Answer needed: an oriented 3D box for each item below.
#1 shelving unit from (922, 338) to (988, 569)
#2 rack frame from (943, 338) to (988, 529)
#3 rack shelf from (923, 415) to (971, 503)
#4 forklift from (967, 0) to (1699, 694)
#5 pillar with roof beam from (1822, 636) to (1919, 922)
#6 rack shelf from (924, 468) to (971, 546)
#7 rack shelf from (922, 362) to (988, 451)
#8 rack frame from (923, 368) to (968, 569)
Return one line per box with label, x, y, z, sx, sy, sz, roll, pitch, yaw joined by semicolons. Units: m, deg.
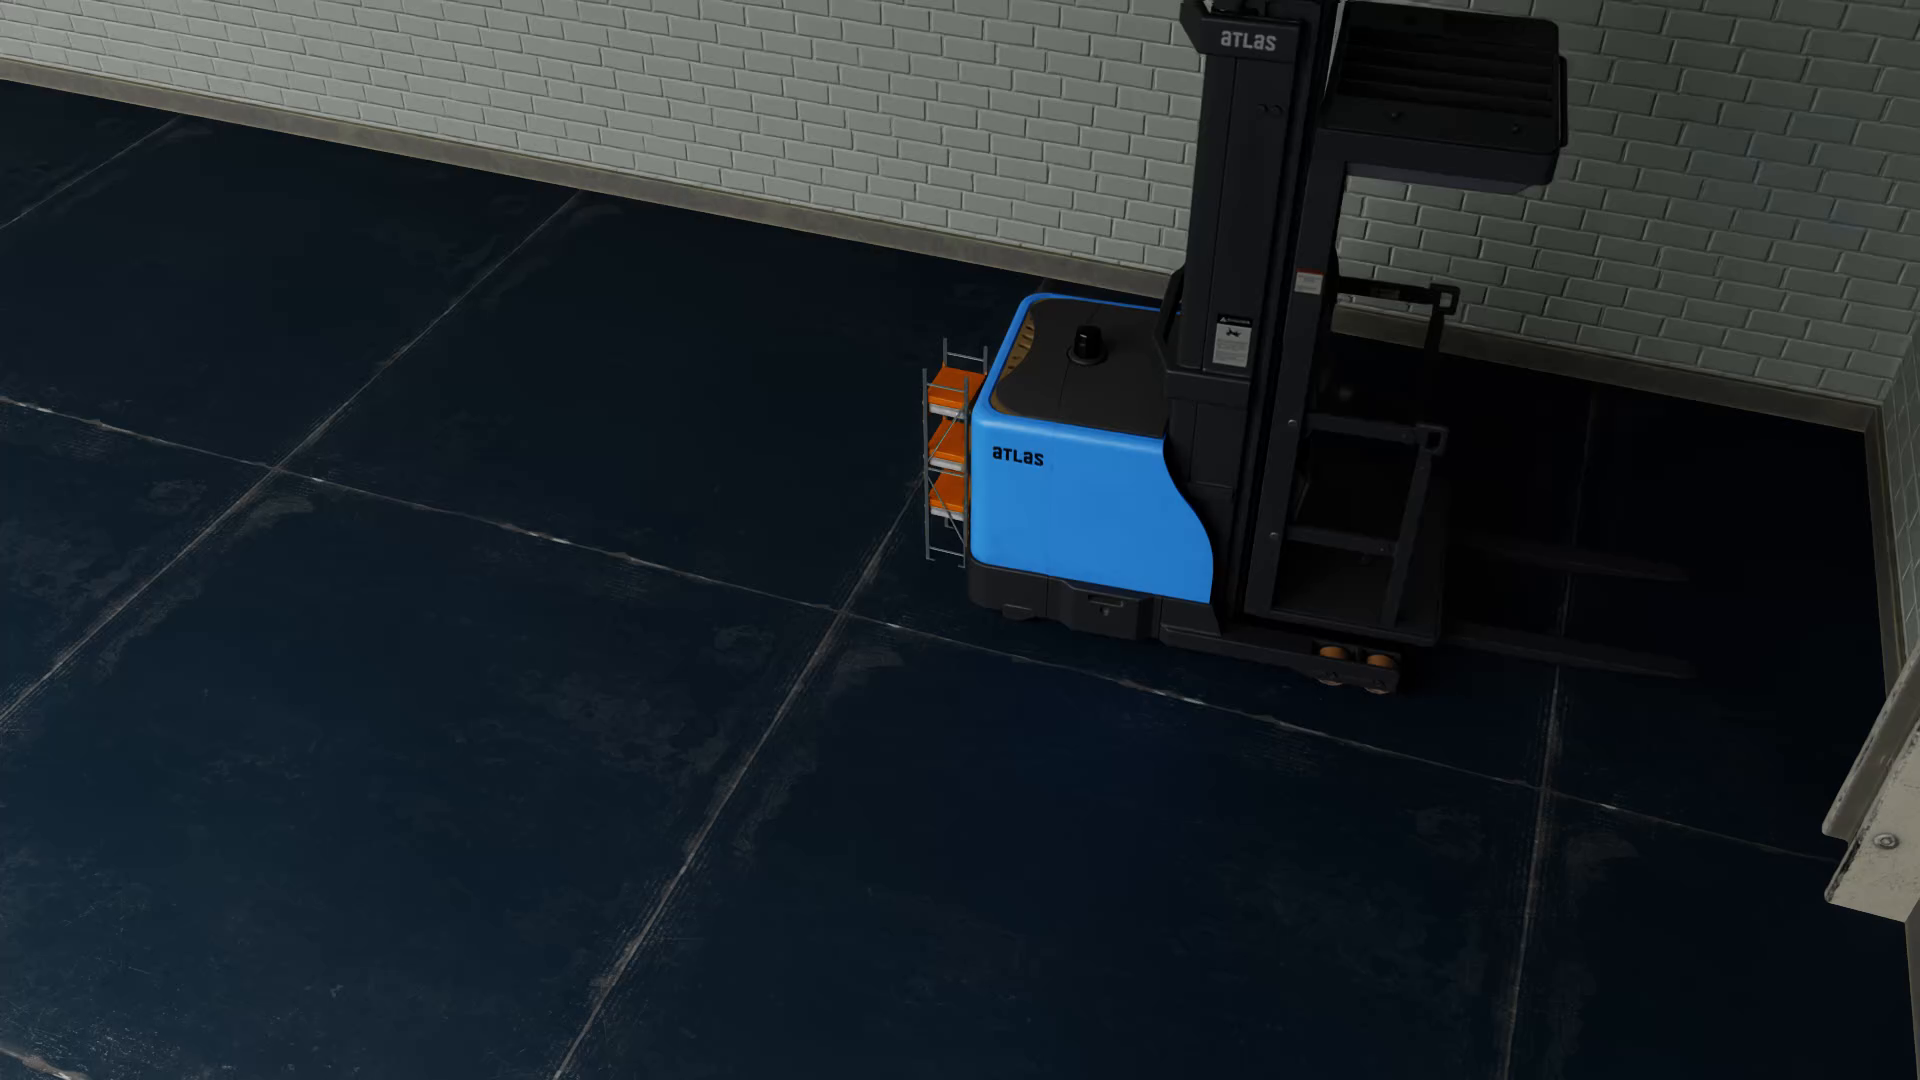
shelving unit;-0.018;-0.367;7.325;0.215;1.050;0.252;13;42;15
rack frame;0.023;-0.441;7.412;0.200;1.050;0.008;13;42;15
rack shelf;-0.018;-0.359;7.331;0.215;0.259;0.240;13;42;15
forklift;1.607;-0.857;6.450;3.031;2.935;1.130;10;41;11
pillar with roof beam;-0.639;-3.131;4.440;9.100;9.000;0.400;13;42;15
rack shelf;-0.018;-0.147;7.512;0.215;0.259;0.240;13;42;15
rack shelf;-0.018;-0.575;7.147;0.215;0.259;0.240;13;42;15
rack frame;-0.060;-0.292;7.237;0.200;1.050;0.008;13;42;15
